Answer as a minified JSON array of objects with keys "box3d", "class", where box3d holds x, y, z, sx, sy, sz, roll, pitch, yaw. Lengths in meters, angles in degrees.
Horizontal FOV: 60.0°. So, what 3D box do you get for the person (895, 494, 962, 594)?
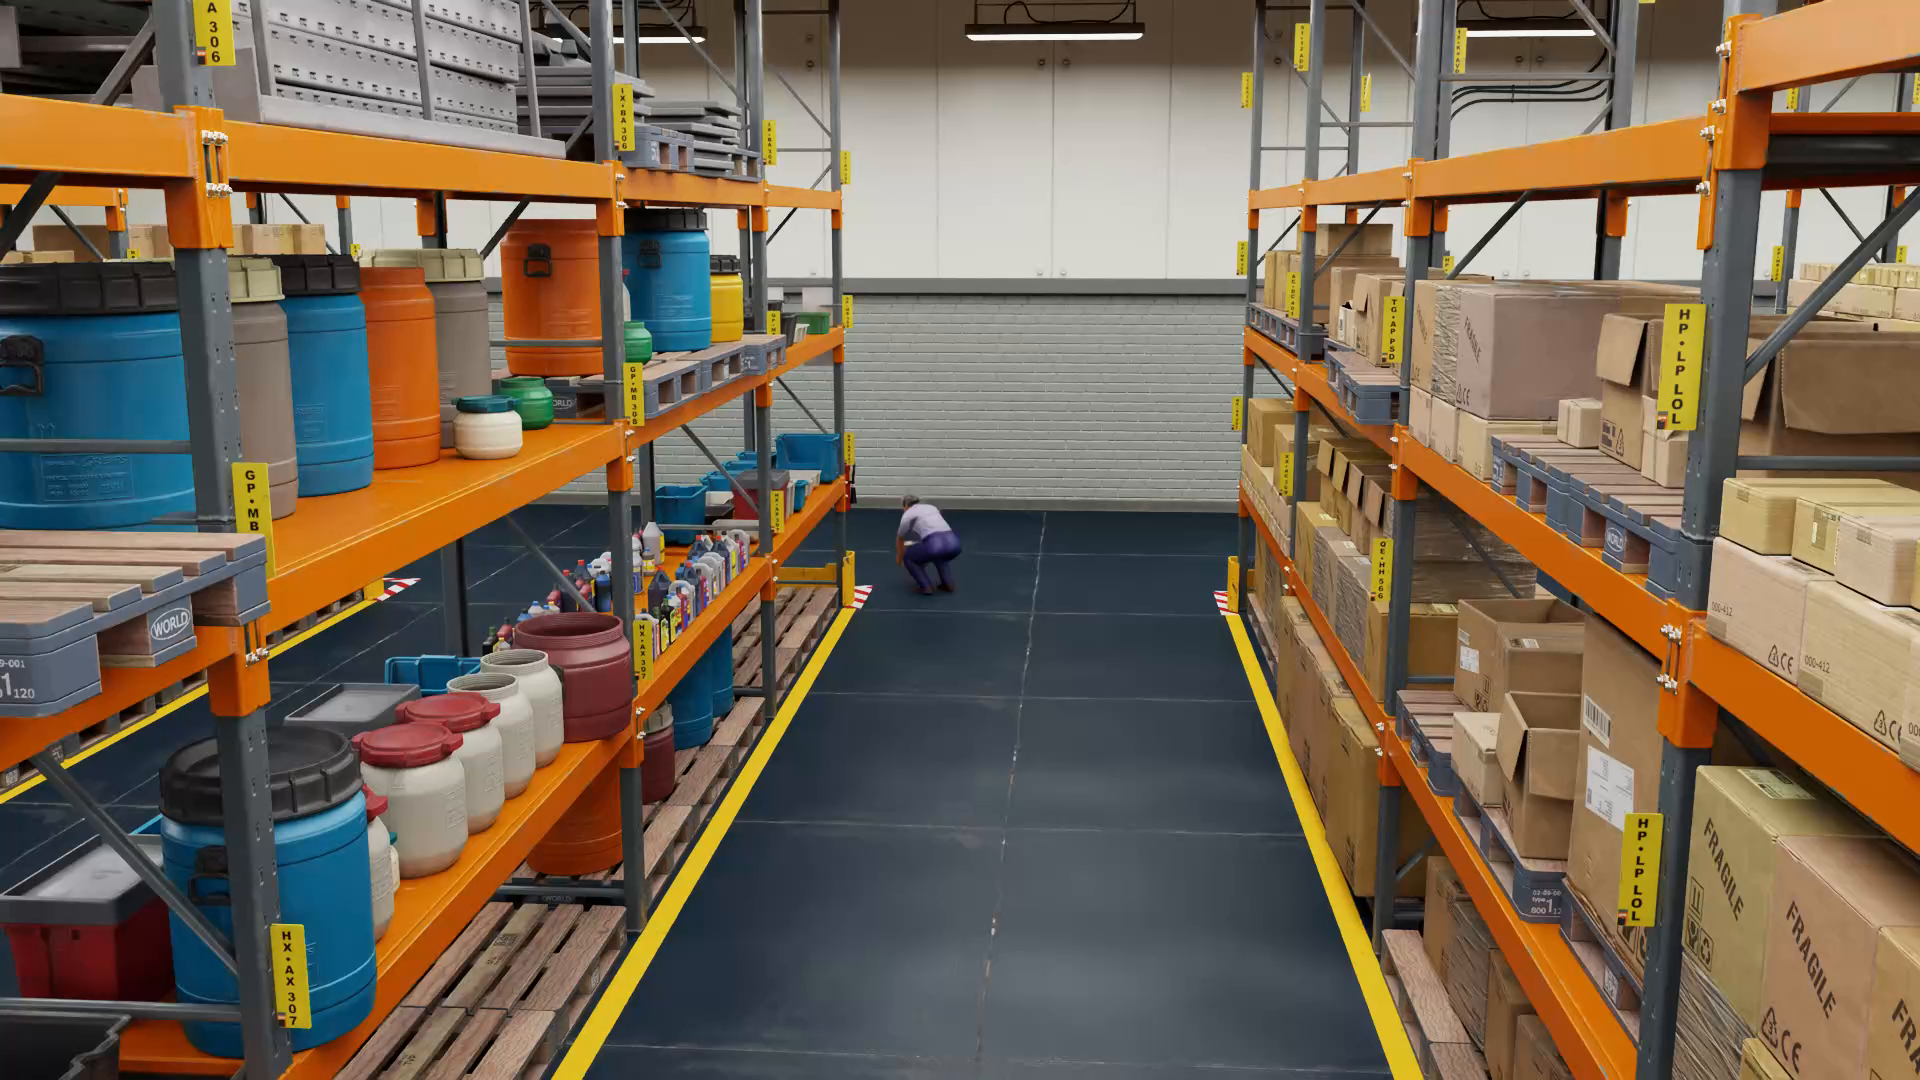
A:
[{"box3d":[-0.340,0.044,17.484,0.529,0.998,0.795,-6,13,-30],"class":"person"}]
